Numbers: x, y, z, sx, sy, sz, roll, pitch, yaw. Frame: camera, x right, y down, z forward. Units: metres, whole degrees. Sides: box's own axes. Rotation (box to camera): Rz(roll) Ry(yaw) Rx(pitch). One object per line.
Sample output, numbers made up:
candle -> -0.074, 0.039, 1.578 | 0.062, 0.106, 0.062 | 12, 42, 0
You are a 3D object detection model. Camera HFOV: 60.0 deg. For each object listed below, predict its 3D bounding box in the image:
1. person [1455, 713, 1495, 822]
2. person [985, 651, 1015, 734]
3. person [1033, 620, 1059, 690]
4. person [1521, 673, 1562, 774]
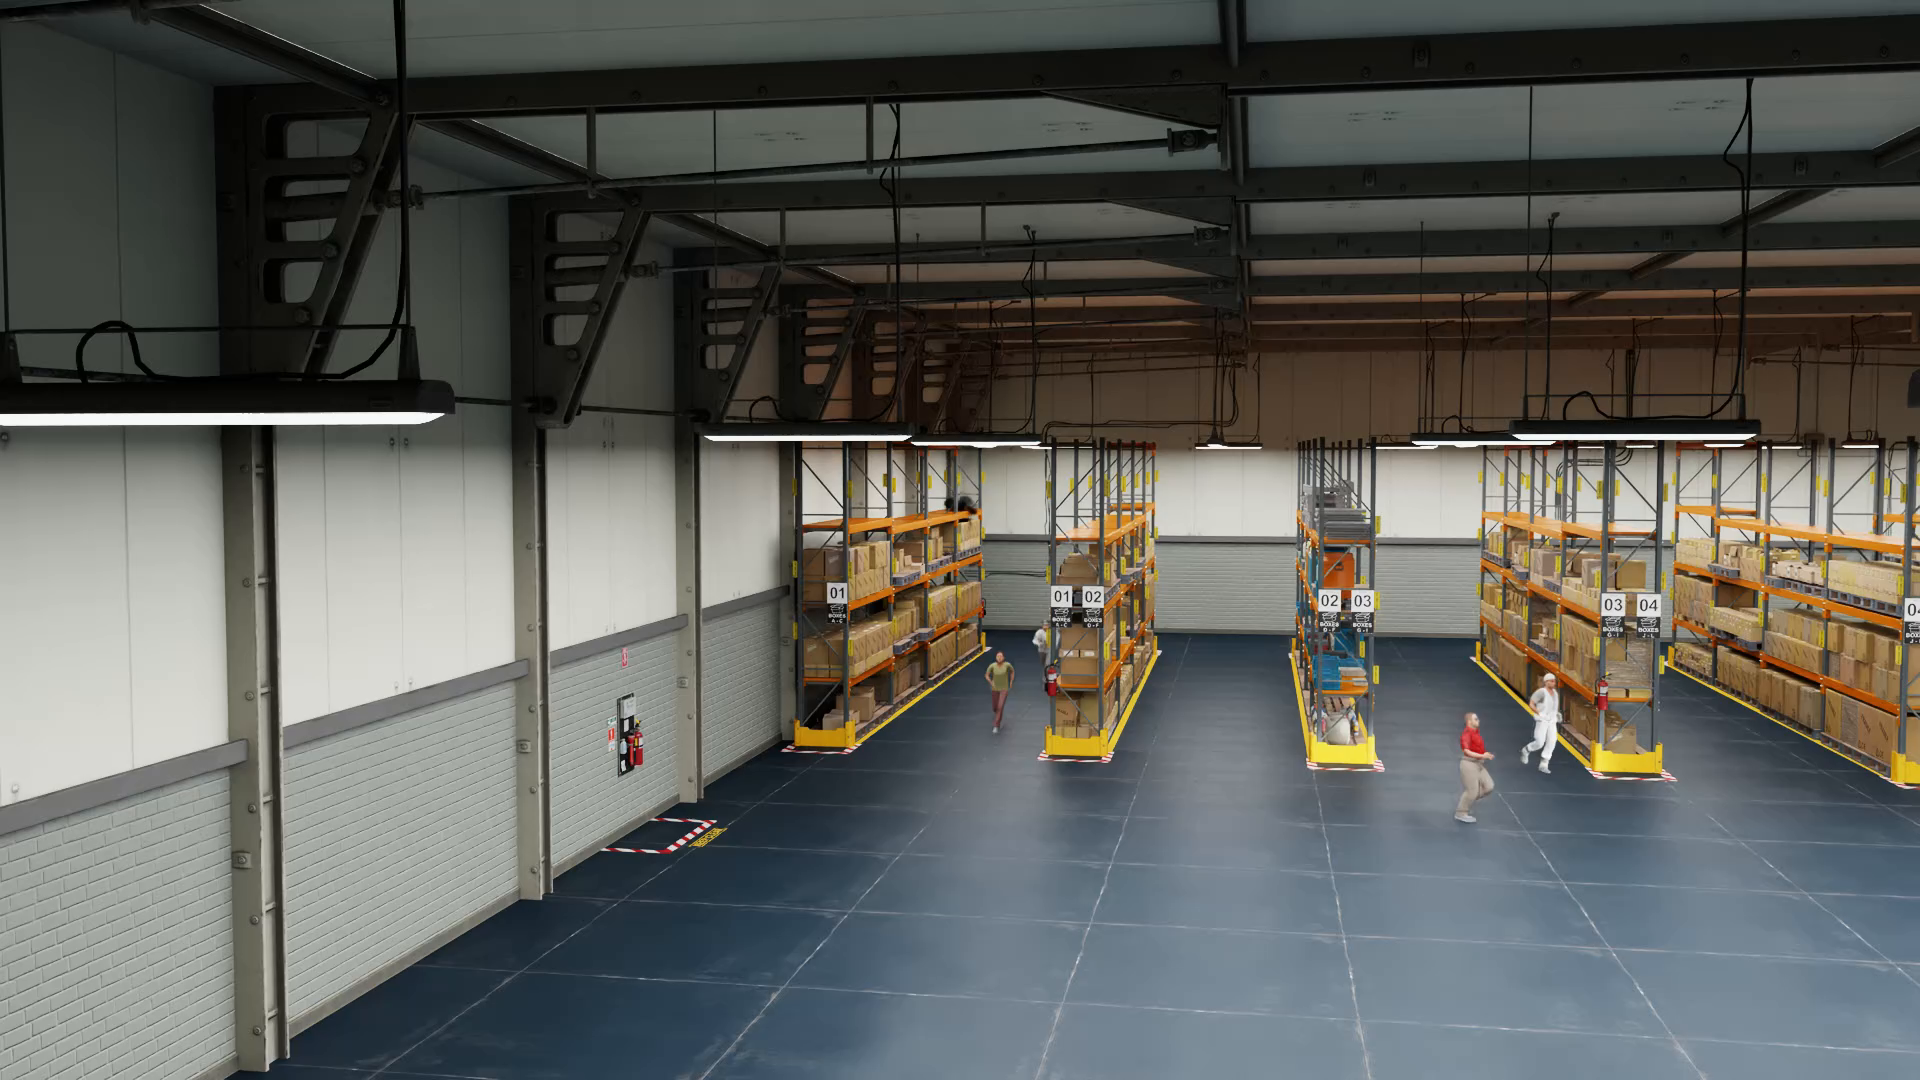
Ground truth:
person -> 7.974, 3.511, 25.704 | 0.607, 1.688, 0.651 | 2, 4, 33
person -> 0.821, 3.092, 34.226 | 0.602, 1.660, 0.920 | 0, 3, 5
person -> 2.096, 2.756, 40.428 | 0.612, 1.696, 0.992 | 1, 3, 13
person -> 10.504, 3.269, 29.925 | 0.698, 1.757, 0.792 | -1, 3, -23
